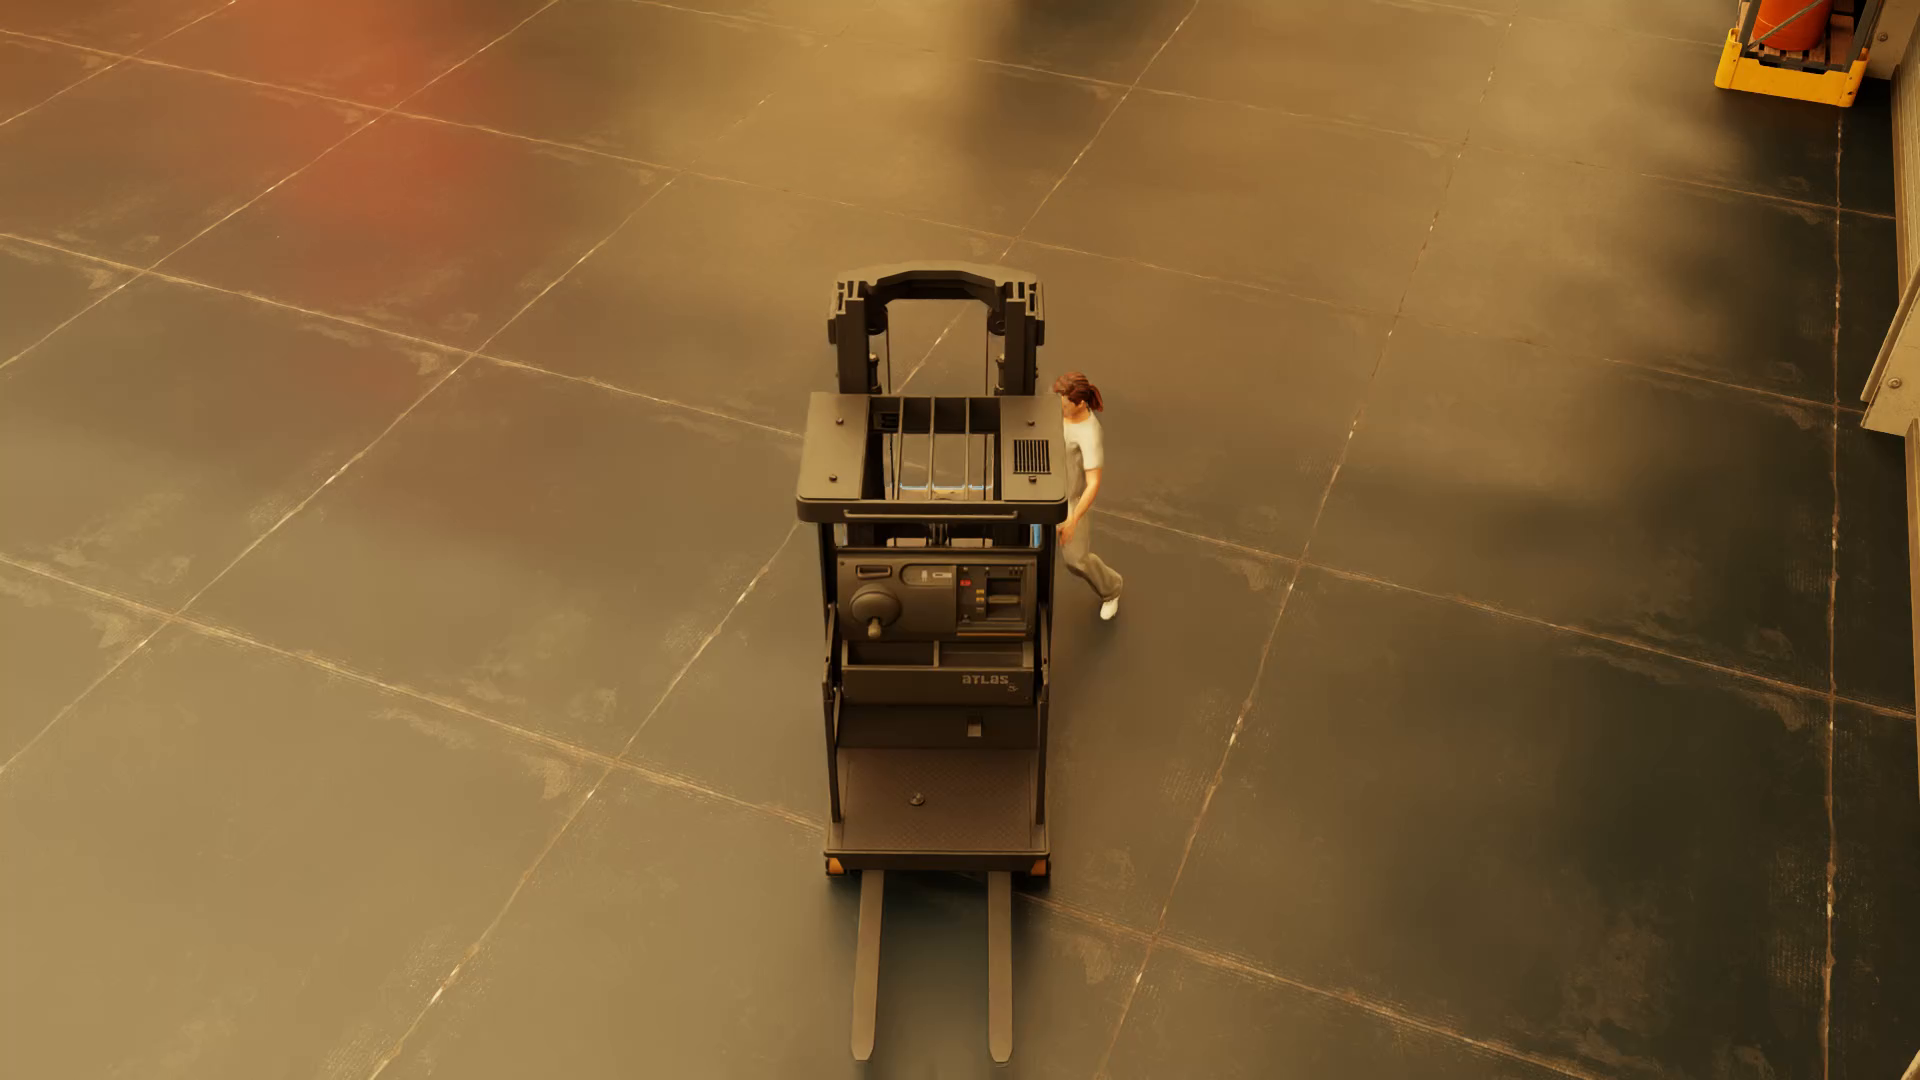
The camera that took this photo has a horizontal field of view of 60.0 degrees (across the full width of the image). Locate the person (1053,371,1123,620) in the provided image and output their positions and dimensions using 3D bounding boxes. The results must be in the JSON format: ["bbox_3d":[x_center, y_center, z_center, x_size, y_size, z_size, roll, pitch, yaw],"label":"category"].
[{"bbox_3d":[0.585,-0.300,9.471,0.658,1.558,0.849,-16,43,-18],"label":"person"}]

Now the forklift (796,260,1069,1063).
[{"bbox_3d":[-0.106,0.343,7.596,1.130,2.935,3.031,0,40,1],"label":"forklift"}]
